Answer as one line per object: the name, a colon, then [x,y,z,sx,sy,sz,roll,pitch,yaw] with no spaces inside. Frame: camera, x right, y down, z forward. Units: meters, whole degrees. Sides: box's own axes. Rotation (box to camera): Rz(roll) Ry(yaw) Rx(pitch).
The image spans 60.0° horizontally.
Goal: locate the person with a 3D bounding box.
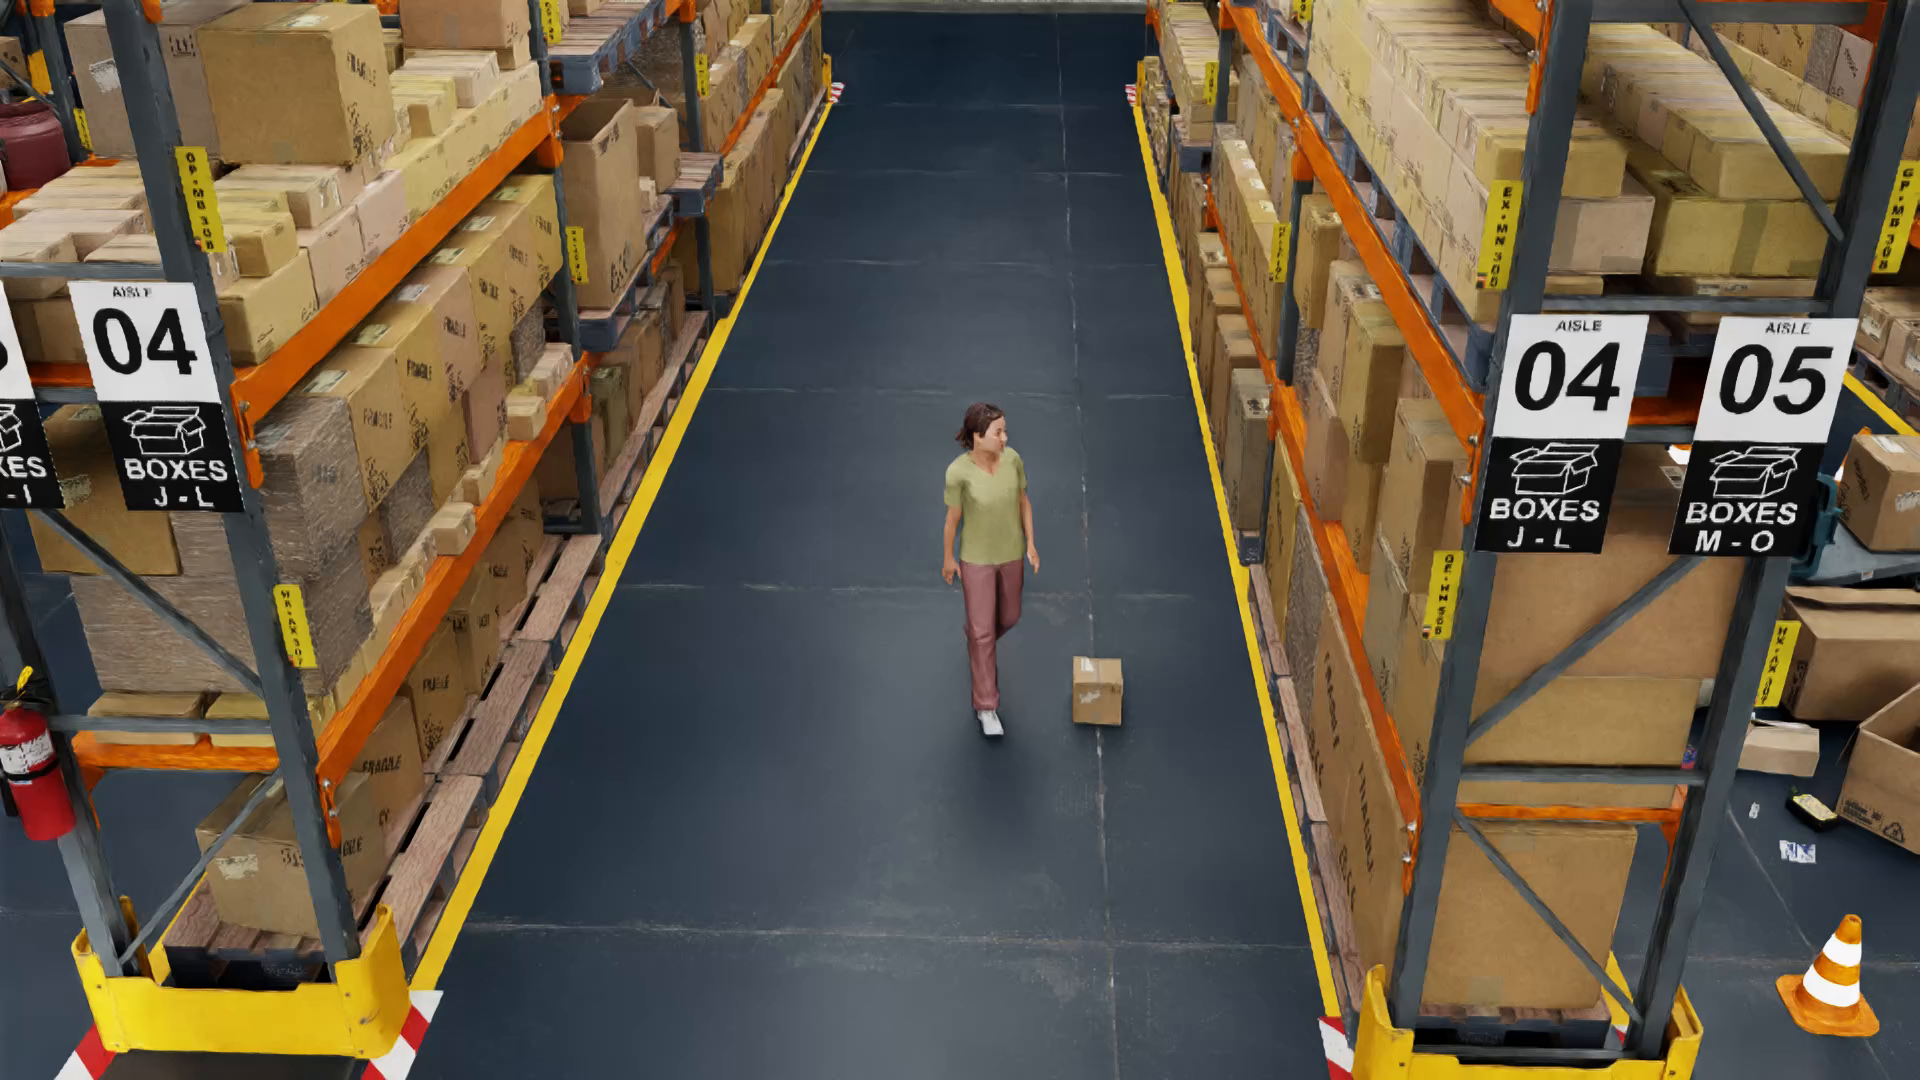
person: [0.171,0.086,8.473,0.466,1.641,0.856,-14,31,-24]
